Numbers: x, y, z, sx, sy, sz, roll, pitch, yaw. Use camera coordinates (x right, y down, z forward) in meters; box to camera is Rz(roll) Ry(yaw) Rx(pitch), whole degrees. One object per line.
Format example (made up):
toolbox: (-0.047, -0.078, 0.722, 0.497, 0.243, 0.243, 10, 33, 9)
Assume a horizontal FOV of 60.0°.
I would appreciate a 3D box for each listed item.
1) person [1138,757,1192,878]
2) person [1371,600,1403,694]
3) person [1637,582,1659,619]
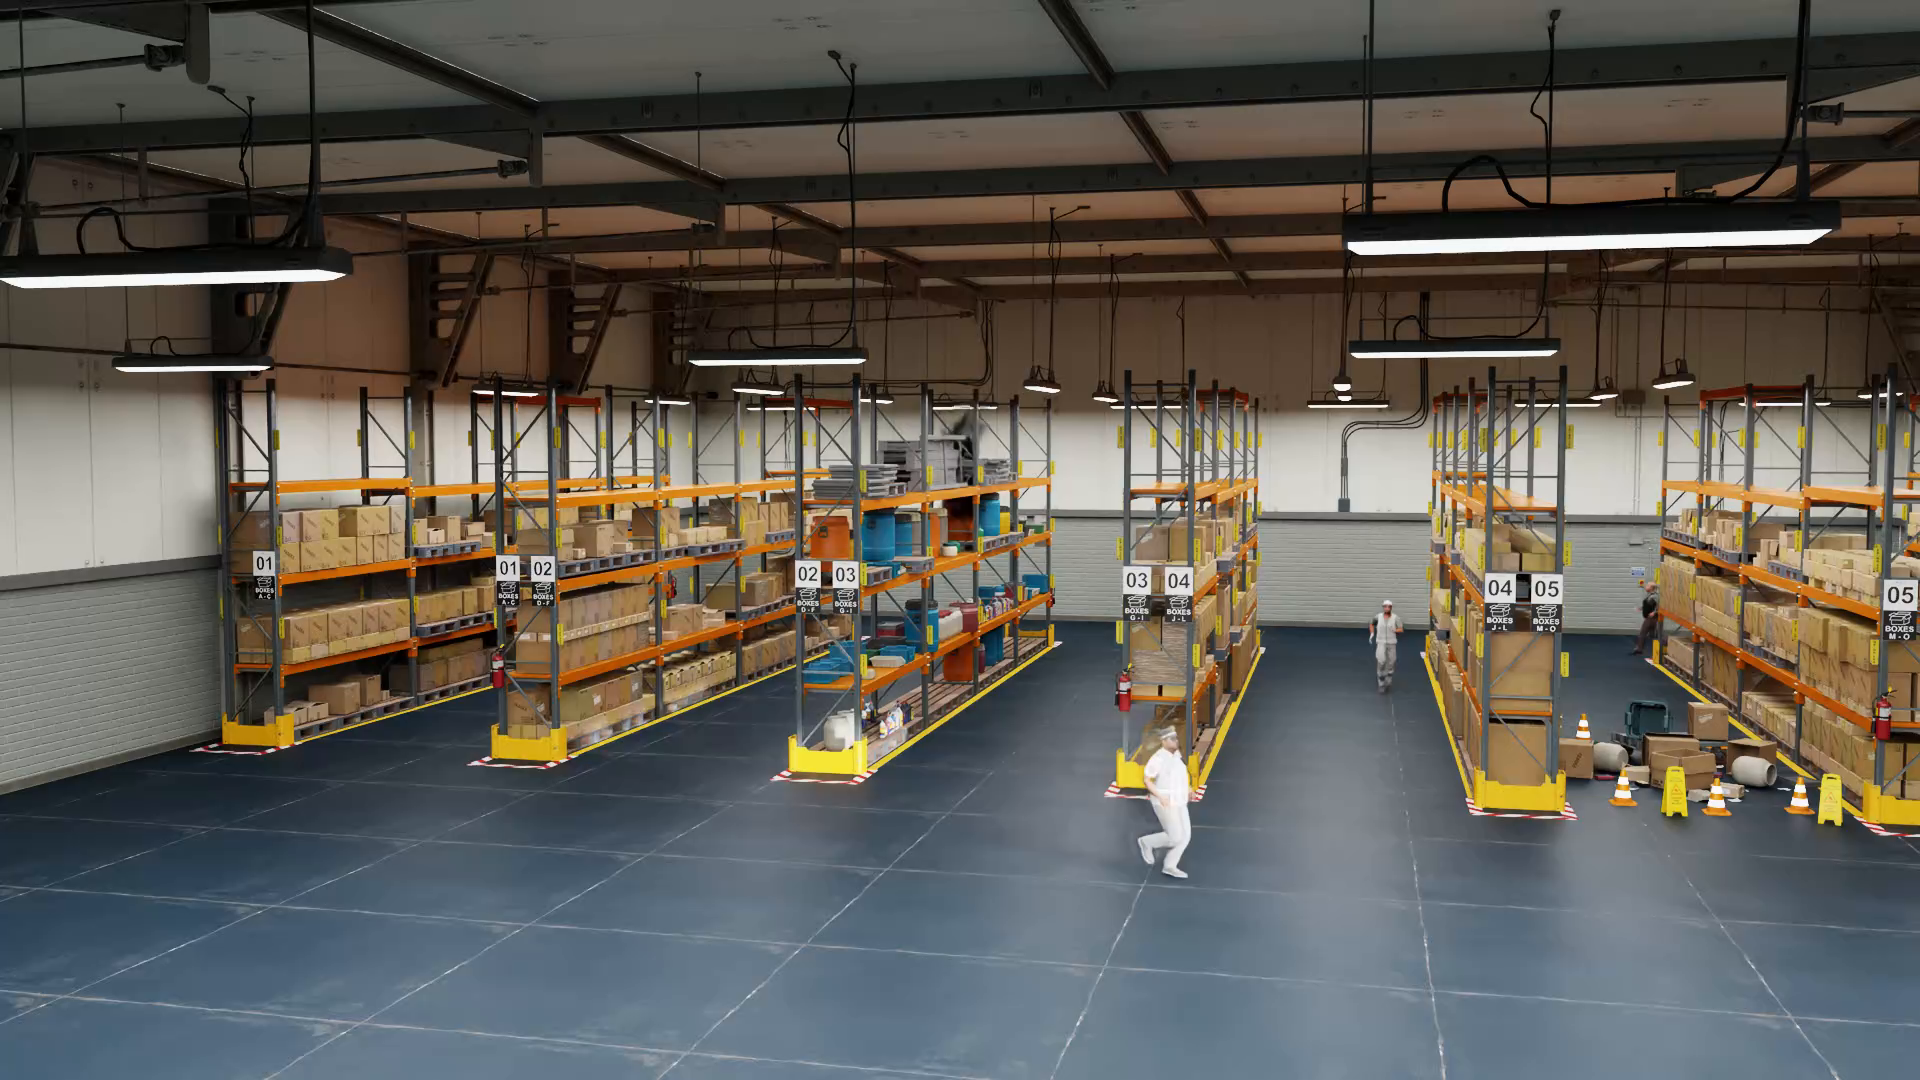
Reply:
person: (2.381, 3.180, 19.133, 0.570, 1.365, 0.422, 3, 4, 40)
person: (8.511, 2.106, 33.127, 0.607, 1.834, 0.835, 1, 3, 11)
person: (15.980, 1.392, 38.543, 0.567, 0.850, 0.699, 1, 4, 20)
